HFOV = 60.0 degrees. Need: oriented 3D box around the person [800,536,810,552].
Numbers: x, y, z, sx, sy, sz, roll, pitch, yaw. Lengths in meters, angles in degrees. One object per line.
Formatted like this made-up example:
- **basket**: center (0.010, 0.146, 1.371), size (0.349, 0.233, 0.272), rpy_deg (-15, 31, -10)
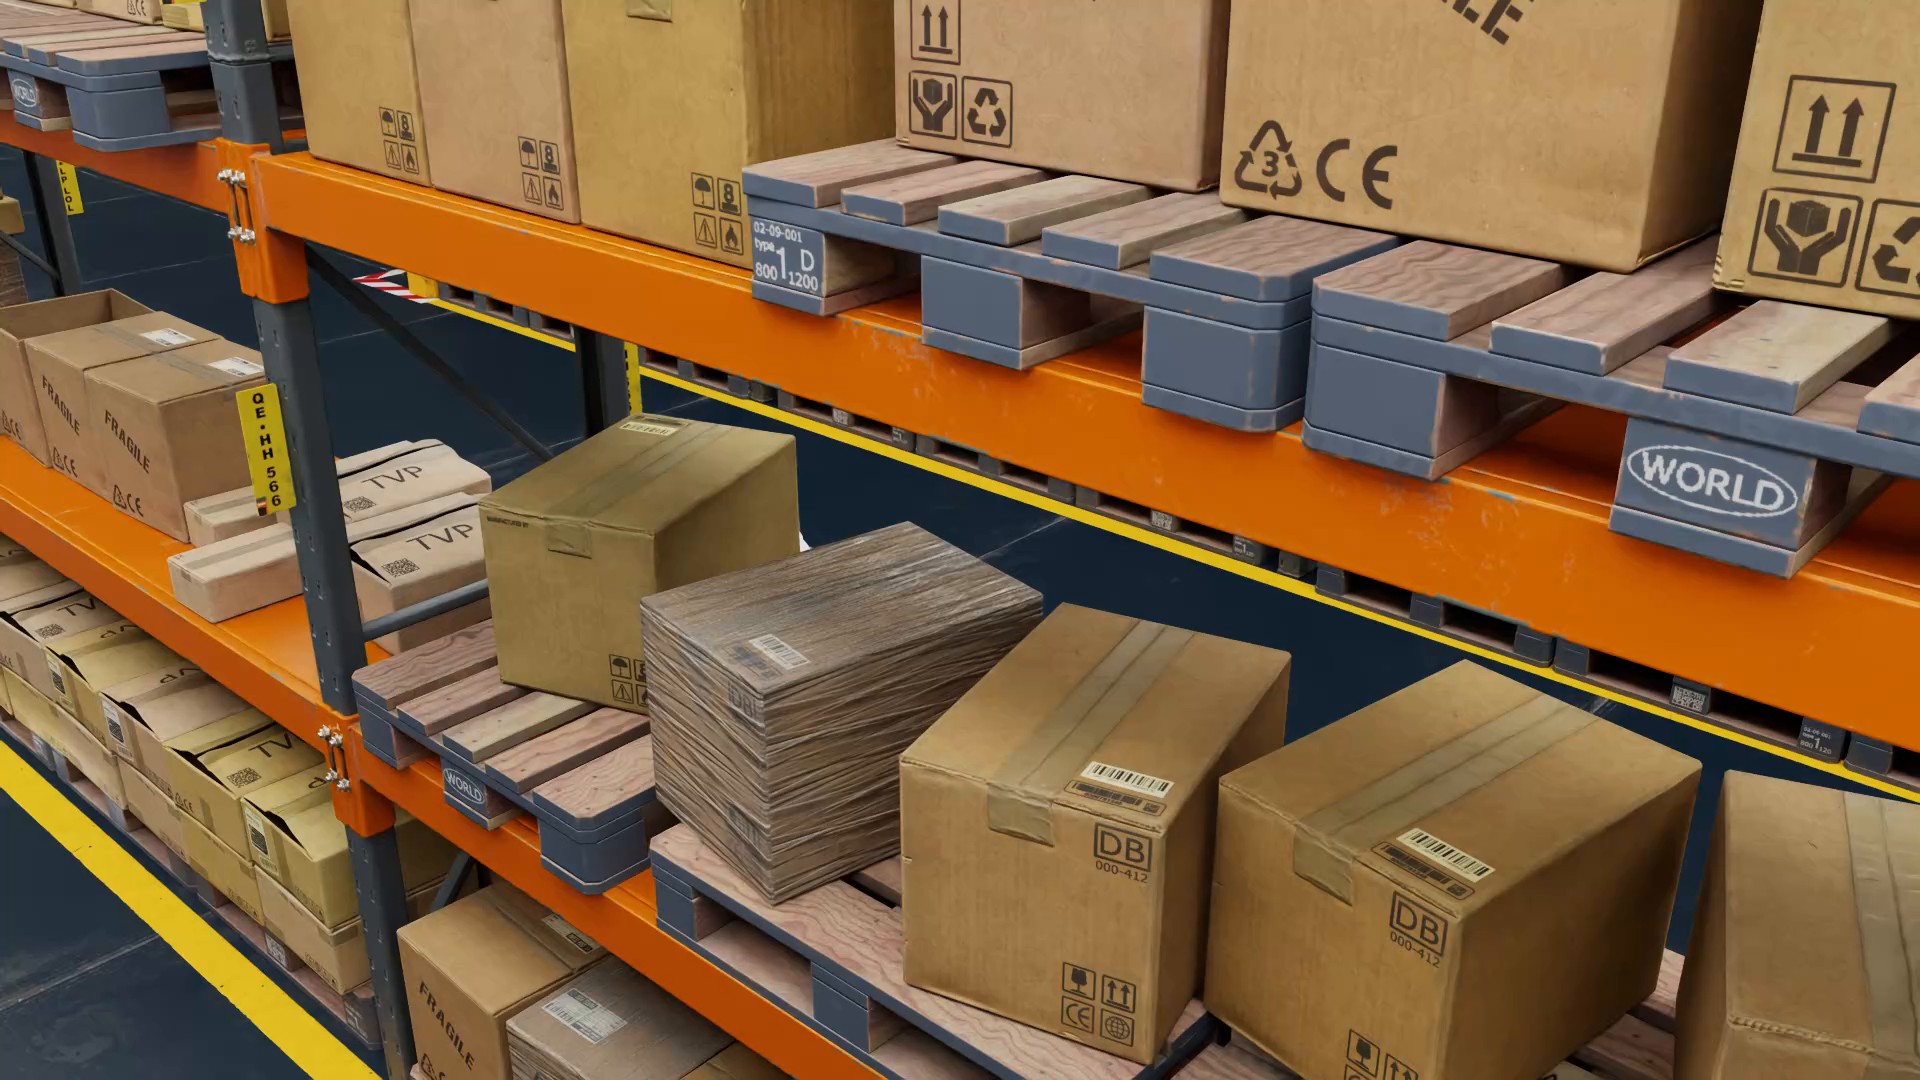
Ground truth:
- **person**: center (-1.005, 0.183, 7.084), size (0.897, 1.026, 0.546), rpy_deg (20, 31, 38)
